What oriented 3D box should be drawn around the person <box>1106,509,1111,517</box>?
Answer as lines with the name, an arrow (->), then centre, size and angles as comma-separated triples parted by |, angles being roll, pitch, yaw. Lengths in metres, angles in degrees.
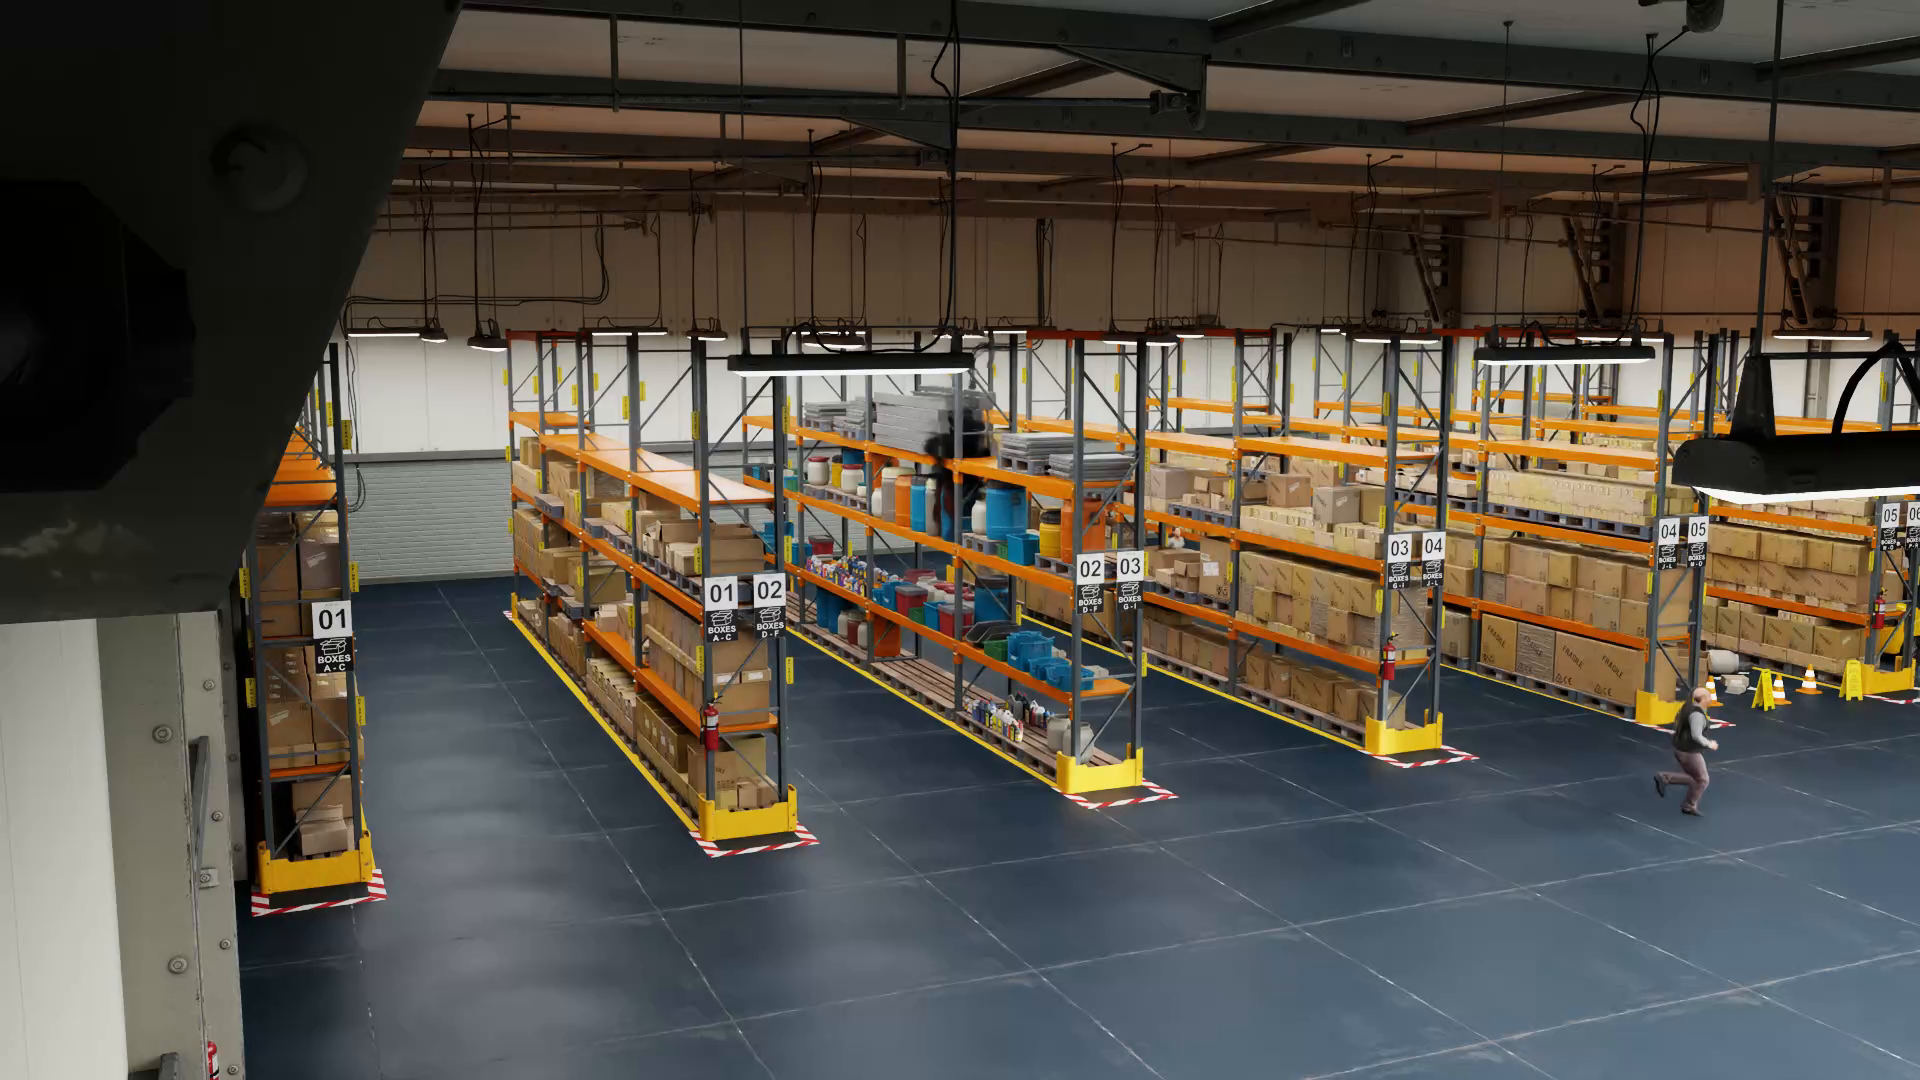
person -> 3.593, -0.045, 41.315 | 1.034, 1.515, 0.642 | -4, 9, -25

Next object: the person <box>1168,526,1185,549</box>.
person -> 4.764, 0.532, 36.636 | 0.546, 1.725, 0.759 | -3, 8, -20

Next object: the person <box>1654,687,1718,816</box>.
person -> 9.174, 2.676, 21.018 | 0.701, 1.683, 0.689 | 1, 8, 8
